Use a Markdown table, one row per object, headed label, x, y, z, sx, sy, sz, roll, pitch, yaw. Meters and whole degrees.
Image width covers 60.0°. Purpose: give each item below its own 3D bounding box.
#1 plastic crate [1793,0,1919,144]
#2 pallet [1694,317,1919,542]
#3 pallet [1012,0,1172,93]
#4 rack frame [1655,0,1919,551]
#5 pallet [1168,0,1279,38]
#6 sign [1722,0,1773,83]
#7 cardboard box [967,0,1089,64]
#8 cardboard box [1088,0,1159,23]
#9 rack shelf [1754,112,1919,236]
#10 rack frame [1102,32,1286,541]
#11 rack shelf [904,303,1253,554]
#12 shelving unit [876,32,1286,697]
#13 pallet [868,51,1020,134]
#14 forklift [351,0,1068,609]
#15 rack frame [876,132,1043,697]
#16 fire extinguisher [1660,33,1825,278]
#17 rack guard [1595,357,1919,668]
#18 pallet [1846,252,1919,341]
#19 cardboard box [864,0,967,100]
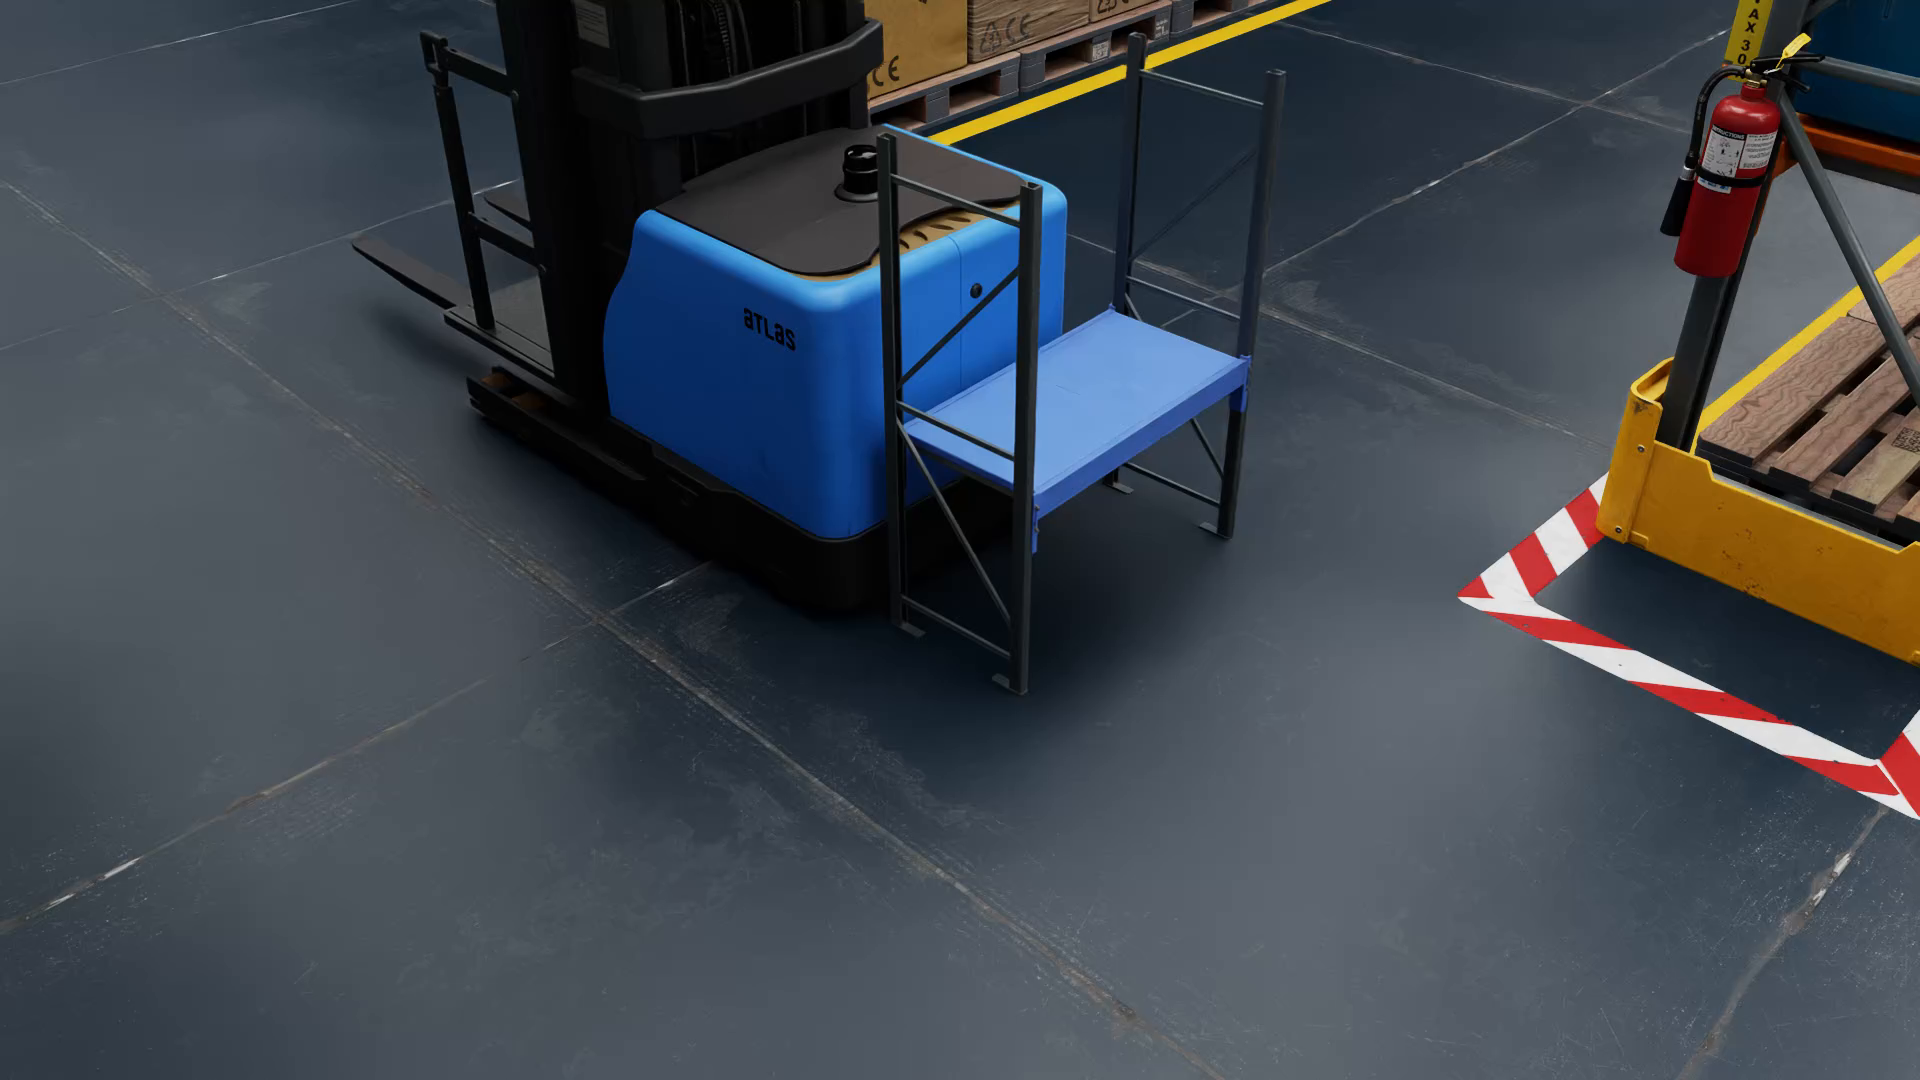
| label | x | y | z | sx | sy | sz | roll | pitch | yaw |
| --- | --- | --- | --- | --- | --- | --- | --- | --- | --- |
| plastic crate | 2.649 | -1.368 | 4.506 | 0.616 | 0.435 | 0.499 | 30 | 45 | 35 |
| pallet | 3.154 | -0.293 | 5.486 | 1.003 | 0.211 | 1.213 | 30 | 45 | 35 |
| pallet | 0.398 | -2.819 | 9.108 | 1.003 | 0.211 | 1.213 | 30 | 45 | 35 |
| rack frame | 2.545 | -1.118 | 4.231 | 1.000 | 3.000 | 0.127 | 30 | 45 | 35 |
| pallet | 1.257 | -3.317 | 9.822 | 1.003 | 0.211 | 1.213 | 30 | 45 | 35 |
| sign | 2.144 | -1.400 | 4.492 | 0.100 | 0.325 | 0.005 | 30 | 45 | 35 |
| cardboard box | 0.066 | -3.076 | 8.529 | 0.875 | 0.875 | 0.875 | 30 | 45 | 35 |
| cardboard box | 0.693 | -3.438 | 9.047 | 0.875 | 0.875 | 0.875 | 30 | 45 | 35 |
| rack shelf | 3.954 | -1.635 | 5.601 | 1.077 | 0.370 | 4.000 | 30 | 45 | 35 |
| rack frame | 0.668 | -0.714 | 4.962 | 0.500 | 1.500 | 0.032 | 27 | 43 | 33 |
| rack shelf | 0.330 | -0.349 | 4.753 | 0.538 | 0.185 | 1.000 | 27 | 43 | 33 |
| shelving unit | 0.330 | -0.496 | 4.650 | 0.538 | 1.500 | 1.048 | 27 | 43 | 33 |
| pallet | -0.462 | -2.326 | 8.401 | 1.003 | 0.211 | 1.213 | 30 | 45 | 35 |
| forklift | -1.079 | -1.733 | 5.173 | 3.031 | 2.935 | 1.130 | 29 | 44 | 35 |
| rack frame | -0.007 | -0.279 | 4.339 | 0.500 | 1.500 | 0.032 | 27 | 43 | 33 |
| fire extinguisher | 2.117 | -1.055 | 4.534 | 0.296 | 0.674 | 0.183 | 30 | 45 | 35 |
| rack guard | 2.538 | -0.078 | 4.924 | 1.175 | 0.500 | 0.348 | 30 | 45 | 35 |
| pallet | 4.013 | -0.786 | 6.193 | 1.003 | 0.211 | 1.213 | 30 | 45 | 35 |
| cardboard box | -0.575 | -2.707 | 7.999 | 0.875 | 0.875 | 0.875 | 30 | 45 | 35 |
